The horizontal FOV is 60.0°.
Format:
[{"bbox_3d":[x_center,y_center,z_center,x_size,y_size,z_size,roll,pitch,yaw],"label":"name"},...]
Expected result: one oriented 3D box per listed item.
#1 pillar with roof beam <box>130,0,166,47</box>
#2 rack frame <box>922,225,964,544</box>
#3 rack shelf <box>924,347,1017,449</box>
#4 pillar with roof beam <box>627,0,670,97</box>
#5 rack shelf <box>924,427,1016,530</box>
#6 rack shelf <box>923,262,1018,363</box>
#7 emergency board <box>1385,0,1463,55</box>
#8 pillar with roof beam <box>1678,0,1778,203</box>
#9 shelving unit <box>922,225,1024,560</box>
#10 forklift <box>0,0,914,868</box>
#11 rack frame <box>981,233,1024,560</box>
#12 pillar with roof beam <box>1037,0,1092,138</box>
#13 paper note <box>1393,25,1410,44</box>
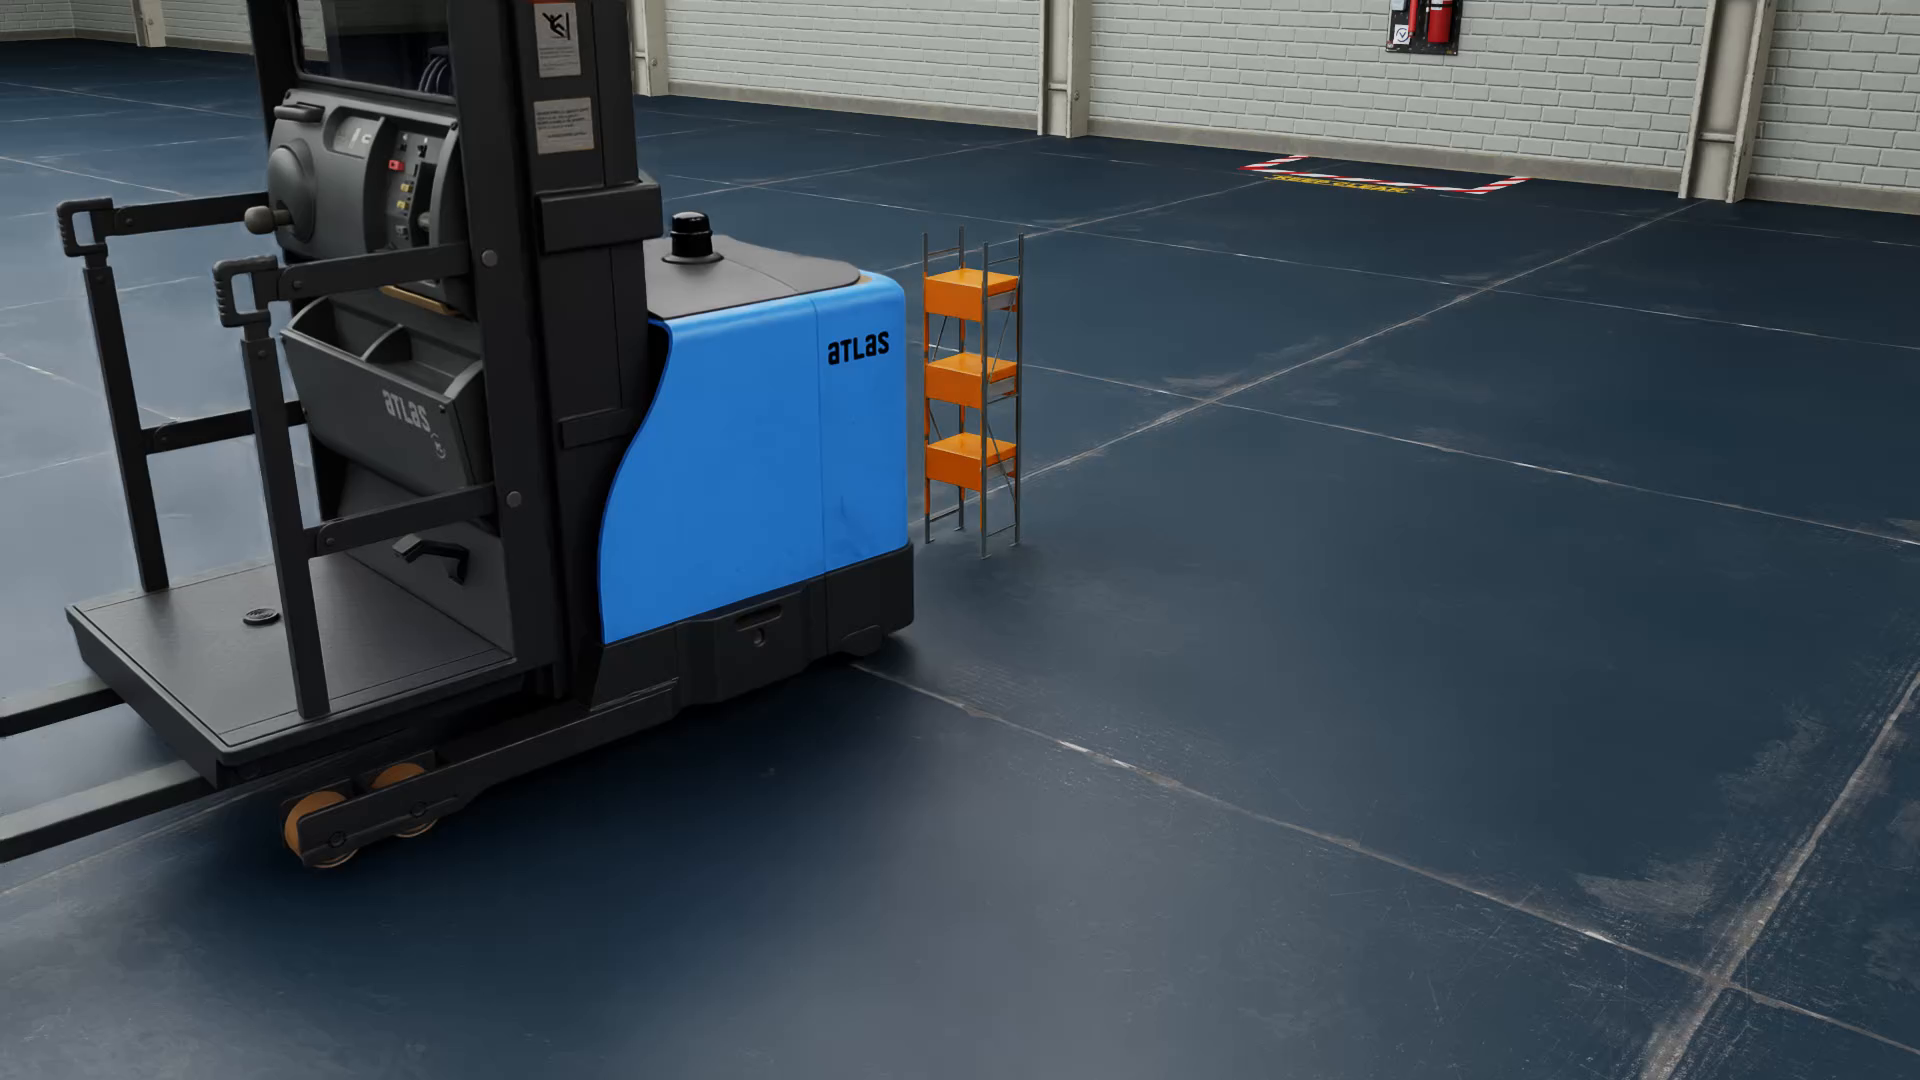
[{"bbox_3d":[-15.674,-10.958,21.973,0.400,9.000,9.100,16,26,36],"label":"pillar with roof beam"},{"bbox_3d":[-0.053,-0.507,5.523,0.008,1.050,0.200,16,26,36],"label":"rack frame"},{"bbox_3d":[0.041,-0.469,5.455,0.240,0.259,0.215,16,26,36],"label":"rack shelf"},{"bbox_3d":[-6.377,-8.281,14.873,0.400,9.000,9.100,16,26,36],"label":"pillar with roof beam"},{"bbox_3d":[0.041,-0.209,5.553,0.240,0.259,0.215,16,26,36],"label":"rack shelf"},{"bbox_3d":[0.041,-0.735,5.355,0.240,0.259,0.215,16,26,36],"label":"rack shelf"},{"bbox_3d":[3.751,-4.535,13.443,0.643,1.169,0.194,16,26,36],"label":"emergency board"},{"bbox_3d":[2.919,-5.603,7.774,0.400,9.000,9.100,16,26,36],"label":"pillar with roof beam"},{"bbox_3d":[0.041,-0.479,5.451,0.252,1.050,0.215,16,26,36],"label":"shelving unit"},{"bbox_3d":[-1.555,-0.845,3.754,3.031,2.935,1.130,-18,27,-40],"label":"forklift"},{"bbox_3d":[0.136,-0.452,5.379,0.008,1.050,0.200,16,26,36],"label":"rack frame"},{"bbox_3d":[-1.729,-6.942,11.324,0.400,9.000,9.100,16,26,36],"label":"pillar with roof beam"},{"bbox_3d":[3.658,-4.181,13.753,0.142,0.148,0.016,16,26,36],"label":"paper note"}]
